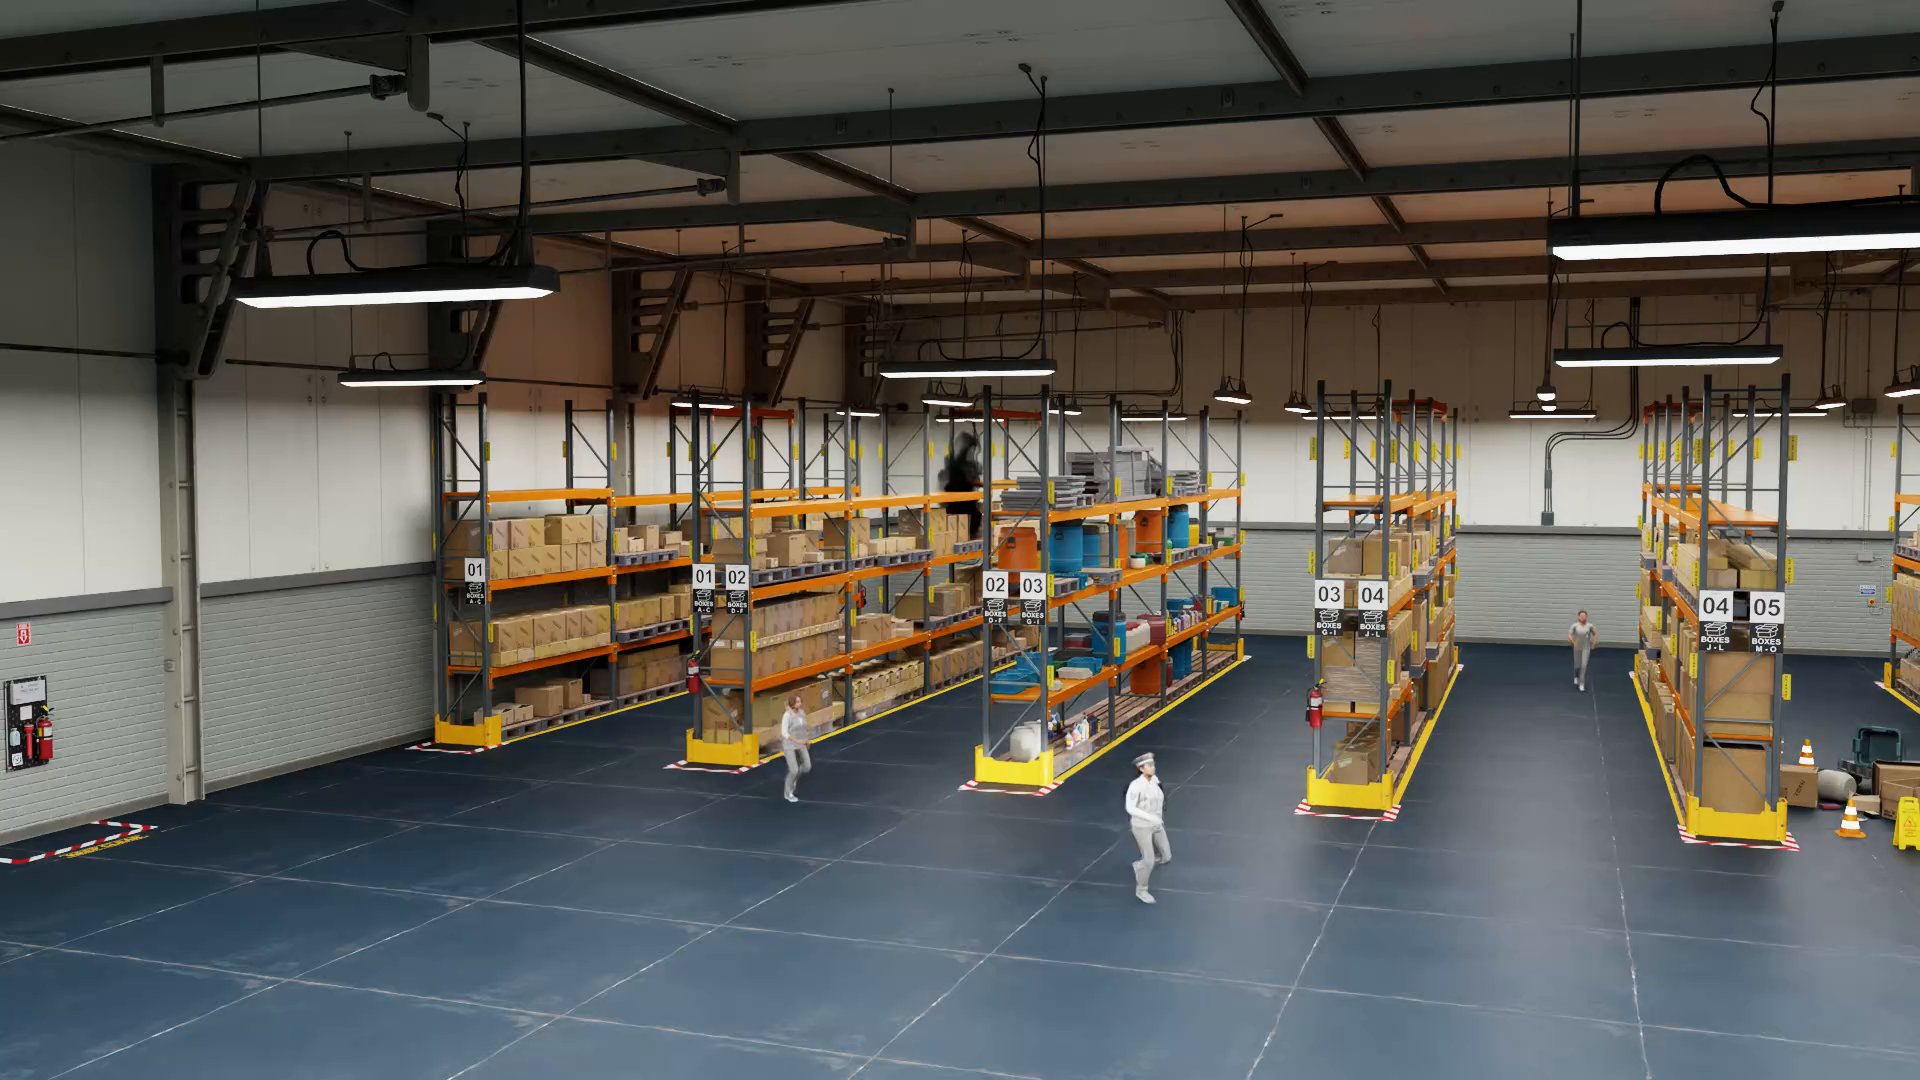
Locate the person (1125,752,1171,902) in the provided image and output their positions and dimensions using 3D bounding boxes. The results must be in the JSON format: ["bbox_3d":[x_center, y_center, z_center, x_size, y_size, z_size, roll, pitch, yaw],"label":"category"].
[{"bbox_3d":[2.106,3.189,18.518,0.658,1.665,0.547,-3,4,-43],"label":"person"}]

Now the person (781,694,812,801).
[{"bbox_3d":[-2.328,2.967,23.744,0.572,1.551,0.523,3,4,45],"label":"person"}]

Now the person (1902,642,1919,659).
[{"bbox_3d":[20.801,2.209,36.323,0.781,1.755,0.856,-3,4,-43],"label":"person"}]

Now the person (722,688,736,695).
[{"bbox_3d":[-4.154,2.512,30.376,0.707,1.754,0.777,1,3,17],"label":"person"}]

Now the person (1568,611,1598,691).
[{"bbox_3d":[13.133,2.314,35.070,0.589,1.665,0.766,1,3,19],"label":"person"}]
